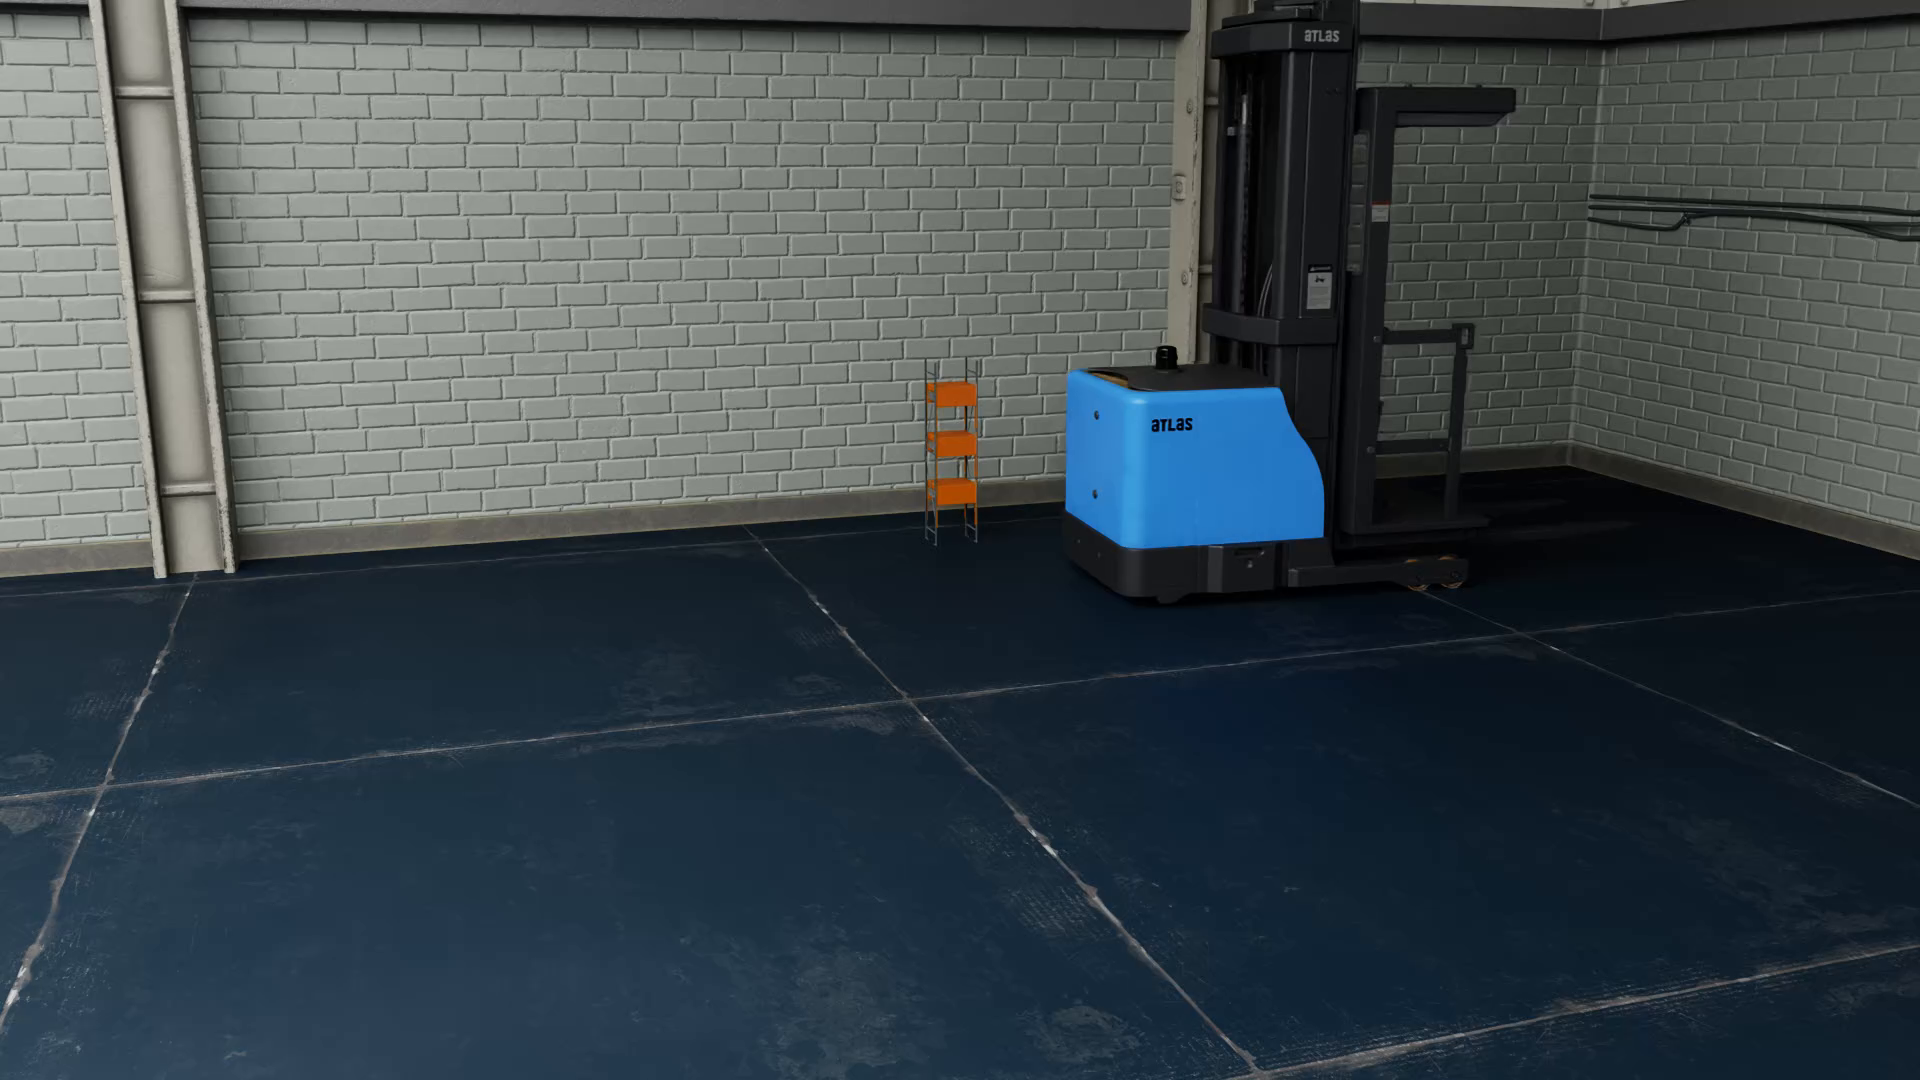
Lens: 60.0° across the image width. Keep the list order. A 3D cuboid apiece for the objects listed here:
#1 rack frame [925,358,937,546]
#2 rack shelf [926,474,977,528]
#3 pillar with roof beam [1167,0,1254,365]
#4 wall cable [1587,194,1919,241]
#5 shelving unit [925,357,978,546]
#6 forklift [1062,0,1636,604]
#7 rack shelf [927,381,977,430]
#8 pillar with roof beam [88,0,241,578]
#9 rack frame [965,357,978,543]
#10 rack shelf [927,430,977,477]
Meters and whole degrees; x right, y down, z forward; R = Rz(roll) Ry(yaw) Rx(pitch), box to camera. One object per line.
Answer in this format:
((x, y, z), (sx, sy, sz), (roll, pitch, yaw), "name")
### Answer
((-0.166, -0.498, 9.467), (0.008, 1.050, 0.200), (-4, 14, -18), "rack frame")
((-0.051, -0.226, 9.571), (0.240, 0.259, 0.215), (-4, 14, -18), "rack shelf")
((2.942, -3.723, 5.847), (0.400, 9.000, 9.100), (-4, 14, -18), "pillar with roof beam")
((4.782, -3.084, 9.870), (0.112, 2.526, 3.097), (-4, 14, -18), "wall cable")
((-0.051, -0.507, 9.505), (0.252, 1.050, 0.215), (-4, 14, -18), "shelving unit")
((2.129, -1.277, 8.676), (3.031, 2.935, 1.130), (-4, 14, -15), "forklift")
((-0.051, -0.773, 9.441), (0.240, 0.259, 0.215), (-4, 14, -18), "rack shelf")
((-2.745, -3.280, 3.985), (0.400, 9.000, 9.100), (-4, 14, -18), "pillar with roof beam")
((0.065, -0.516, 9.543), (0.008, 1.050, 0.200), (-4, 14, -18), "rack frame")
((-0.051, -0.497, 9.507), (0.240, 0.259, 0.215), (-4, 14, -18), "rack shelf")
